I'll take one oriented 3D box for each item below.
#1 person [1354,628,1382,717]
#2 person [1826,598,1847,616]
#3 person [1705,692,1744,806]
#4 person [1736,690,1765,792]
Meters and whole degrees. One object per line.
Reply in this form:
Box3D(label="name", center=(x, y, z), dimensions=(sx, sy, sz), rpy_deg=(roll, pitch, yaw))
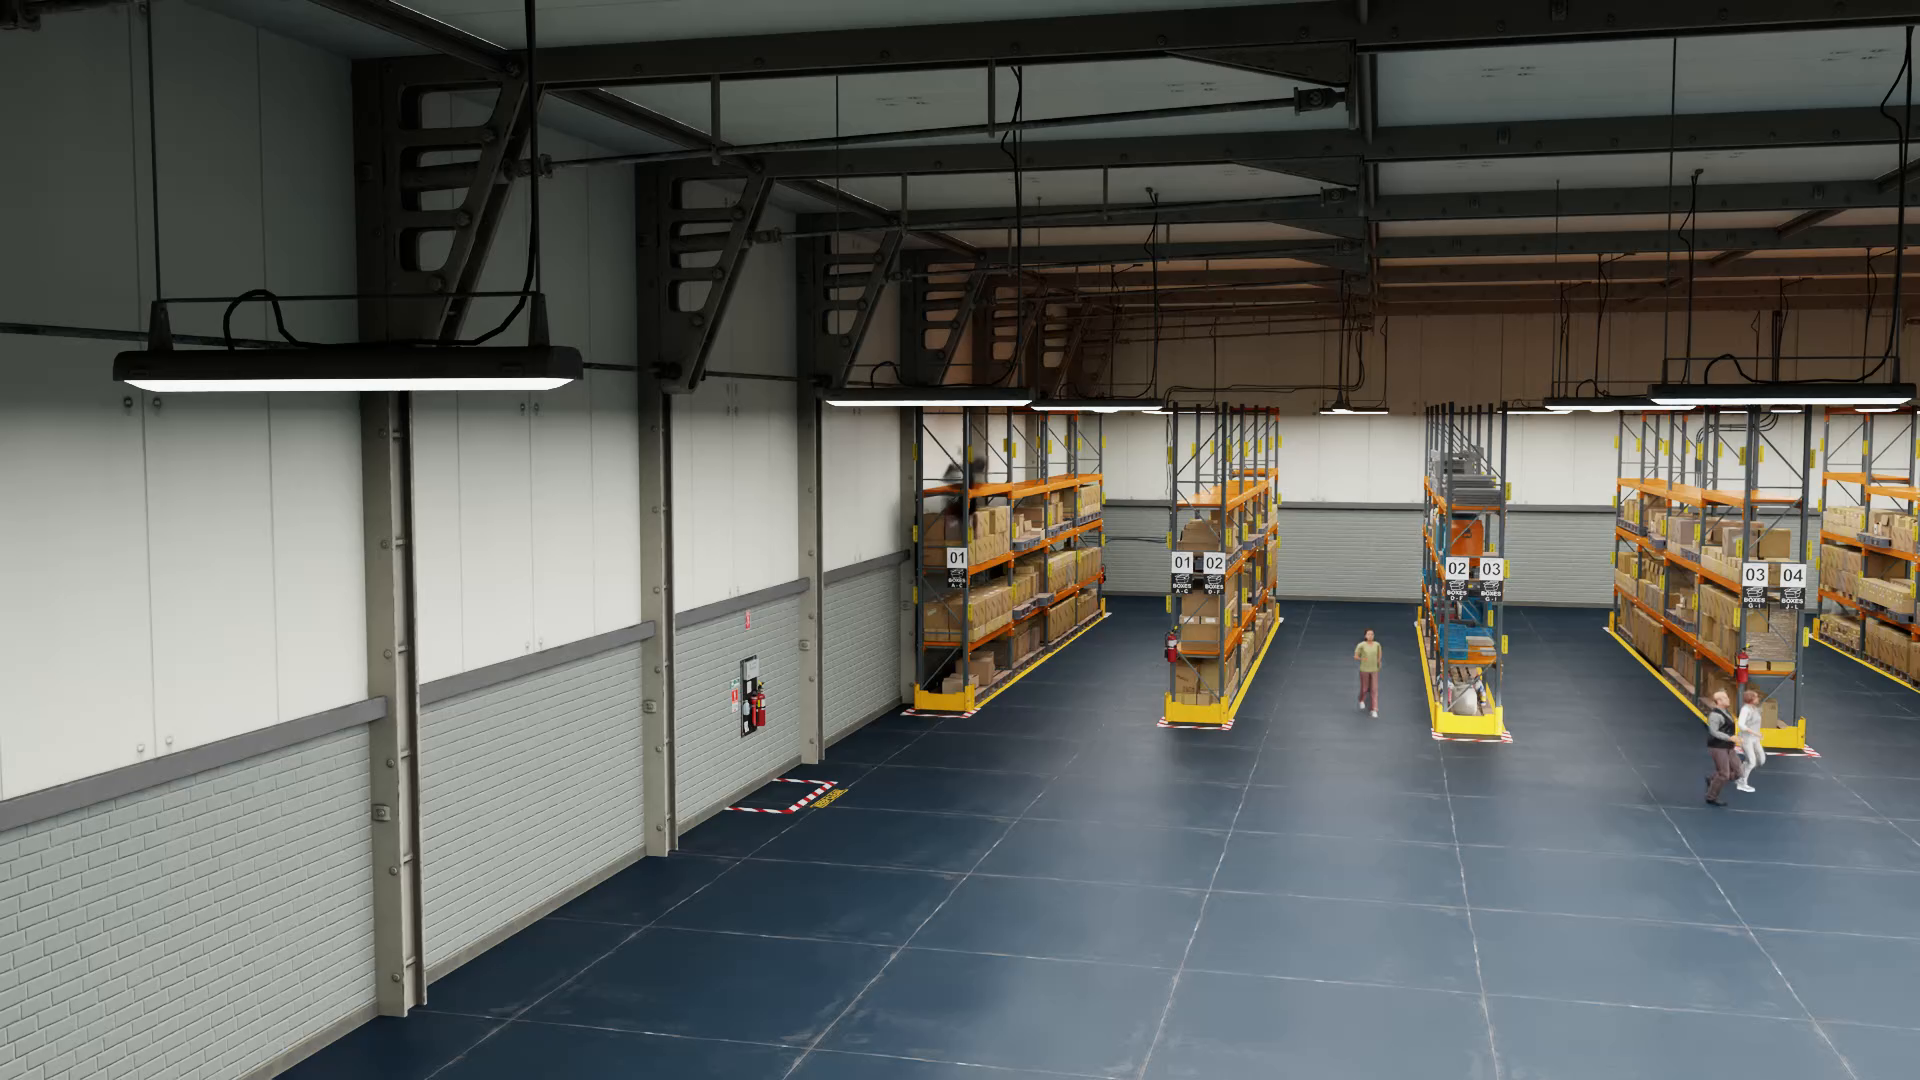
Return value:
Box3D(label="person", center=(7.820, 2.632, 31.798), dimensions=(0.580, 1.386, 0.990), rpy_deg=(0, 4, -1))
Box3D(label="person", center=(23.283, 1.663, 44.045), dimensions=(0.573, 1.625, 0.636), rpy_deg=(0, 4, 6))
Box3D(label="person", center=(11.263, 3.075, 24.496), dimensions=(0.568, 1.680, 0.653), rpy_deg=(4, 6, 42))
Box3D(label="person", center=(12.049, 3.065, 25.397), dimensions=(0.555, 1.564, 0.536), rpy_deg=(-4, 6, -43))
